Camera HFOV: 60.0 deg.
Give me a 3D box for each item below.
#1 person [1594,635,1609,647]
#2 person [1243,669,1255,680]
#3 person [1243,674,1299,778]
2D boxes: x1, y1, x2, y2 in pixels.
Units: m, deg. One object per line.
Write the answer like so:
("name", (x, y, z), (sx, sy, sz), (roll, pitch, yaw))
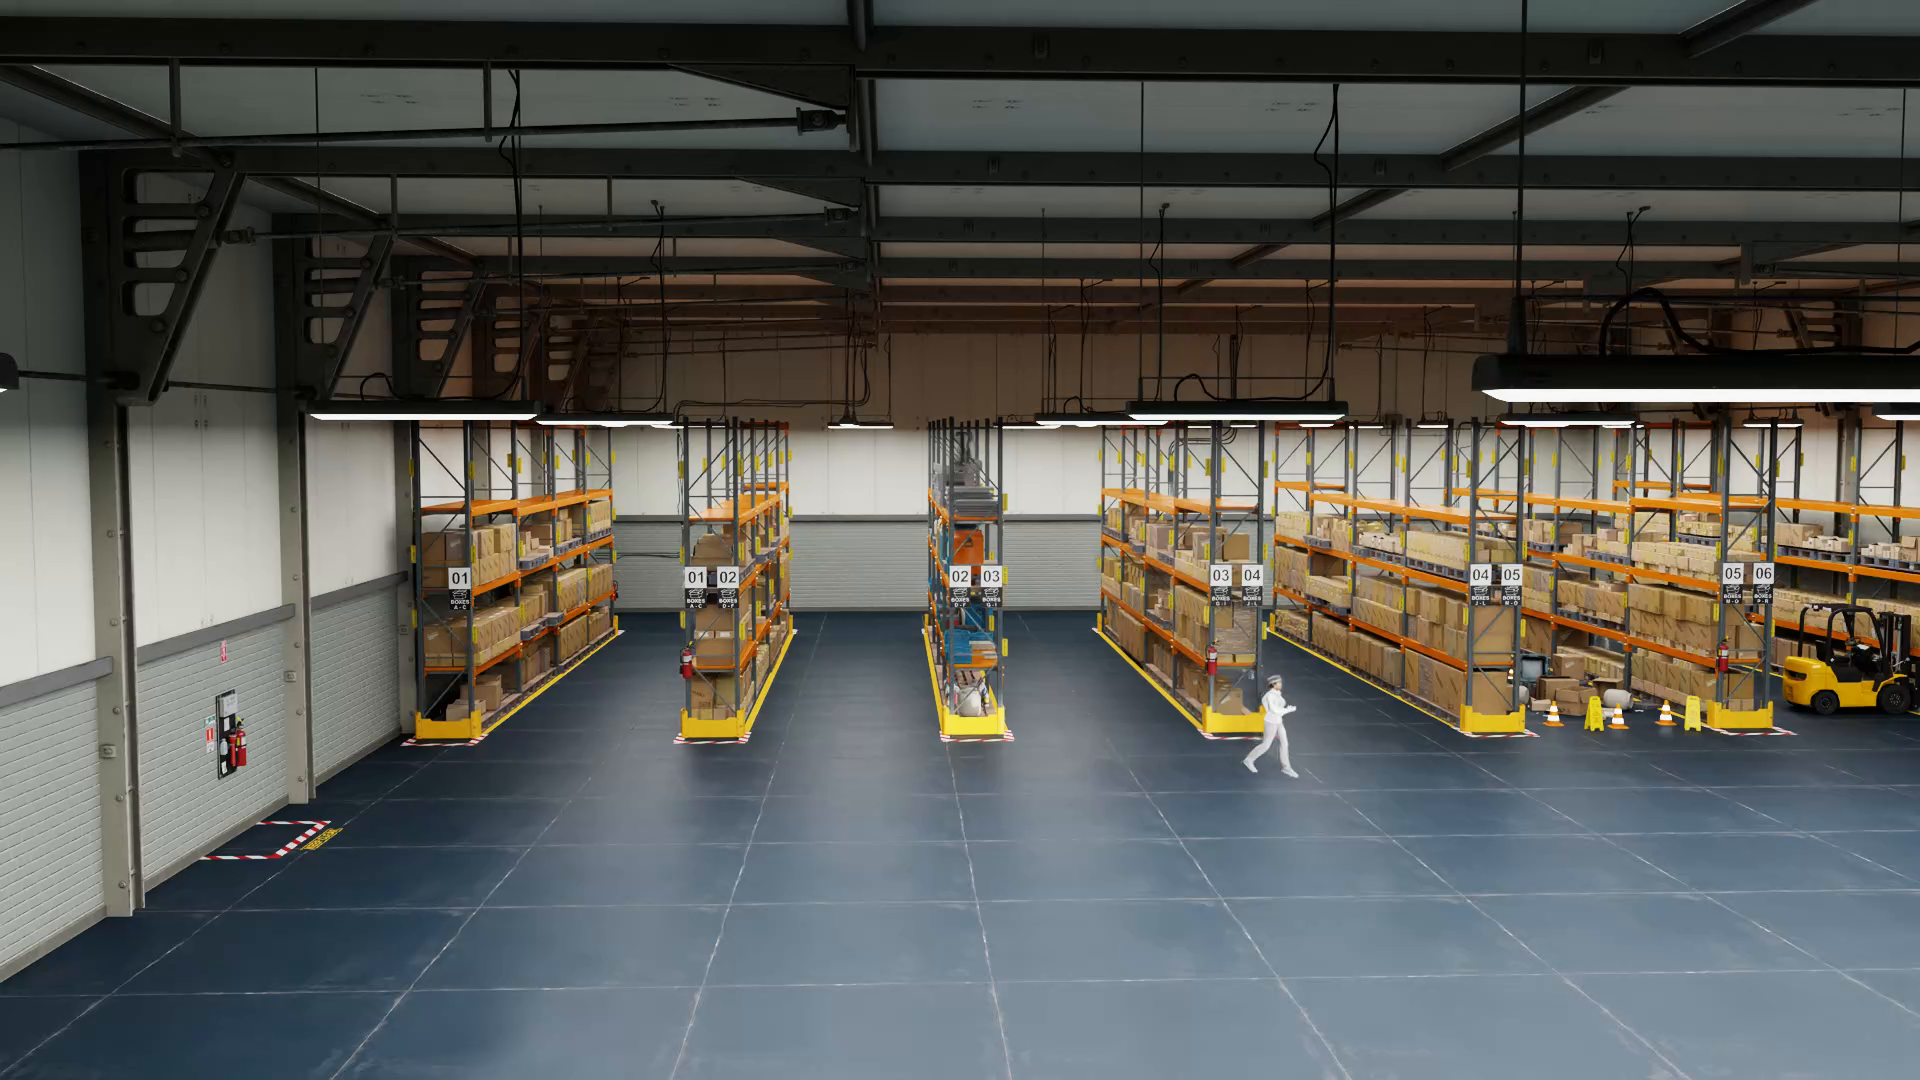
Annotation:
("person", (16.799, 2.008, 43.996), (0.724, 1.711, 0.953), (-1, 4, -9))
("person", (6.764, 2.378, 38.811), (0.566, 1.675, 0.974), (-1, 4, -9))
("person", (5.156, 3.056, 27.512), (0.919, 1.702, 0.598), (2, 4, 24))
